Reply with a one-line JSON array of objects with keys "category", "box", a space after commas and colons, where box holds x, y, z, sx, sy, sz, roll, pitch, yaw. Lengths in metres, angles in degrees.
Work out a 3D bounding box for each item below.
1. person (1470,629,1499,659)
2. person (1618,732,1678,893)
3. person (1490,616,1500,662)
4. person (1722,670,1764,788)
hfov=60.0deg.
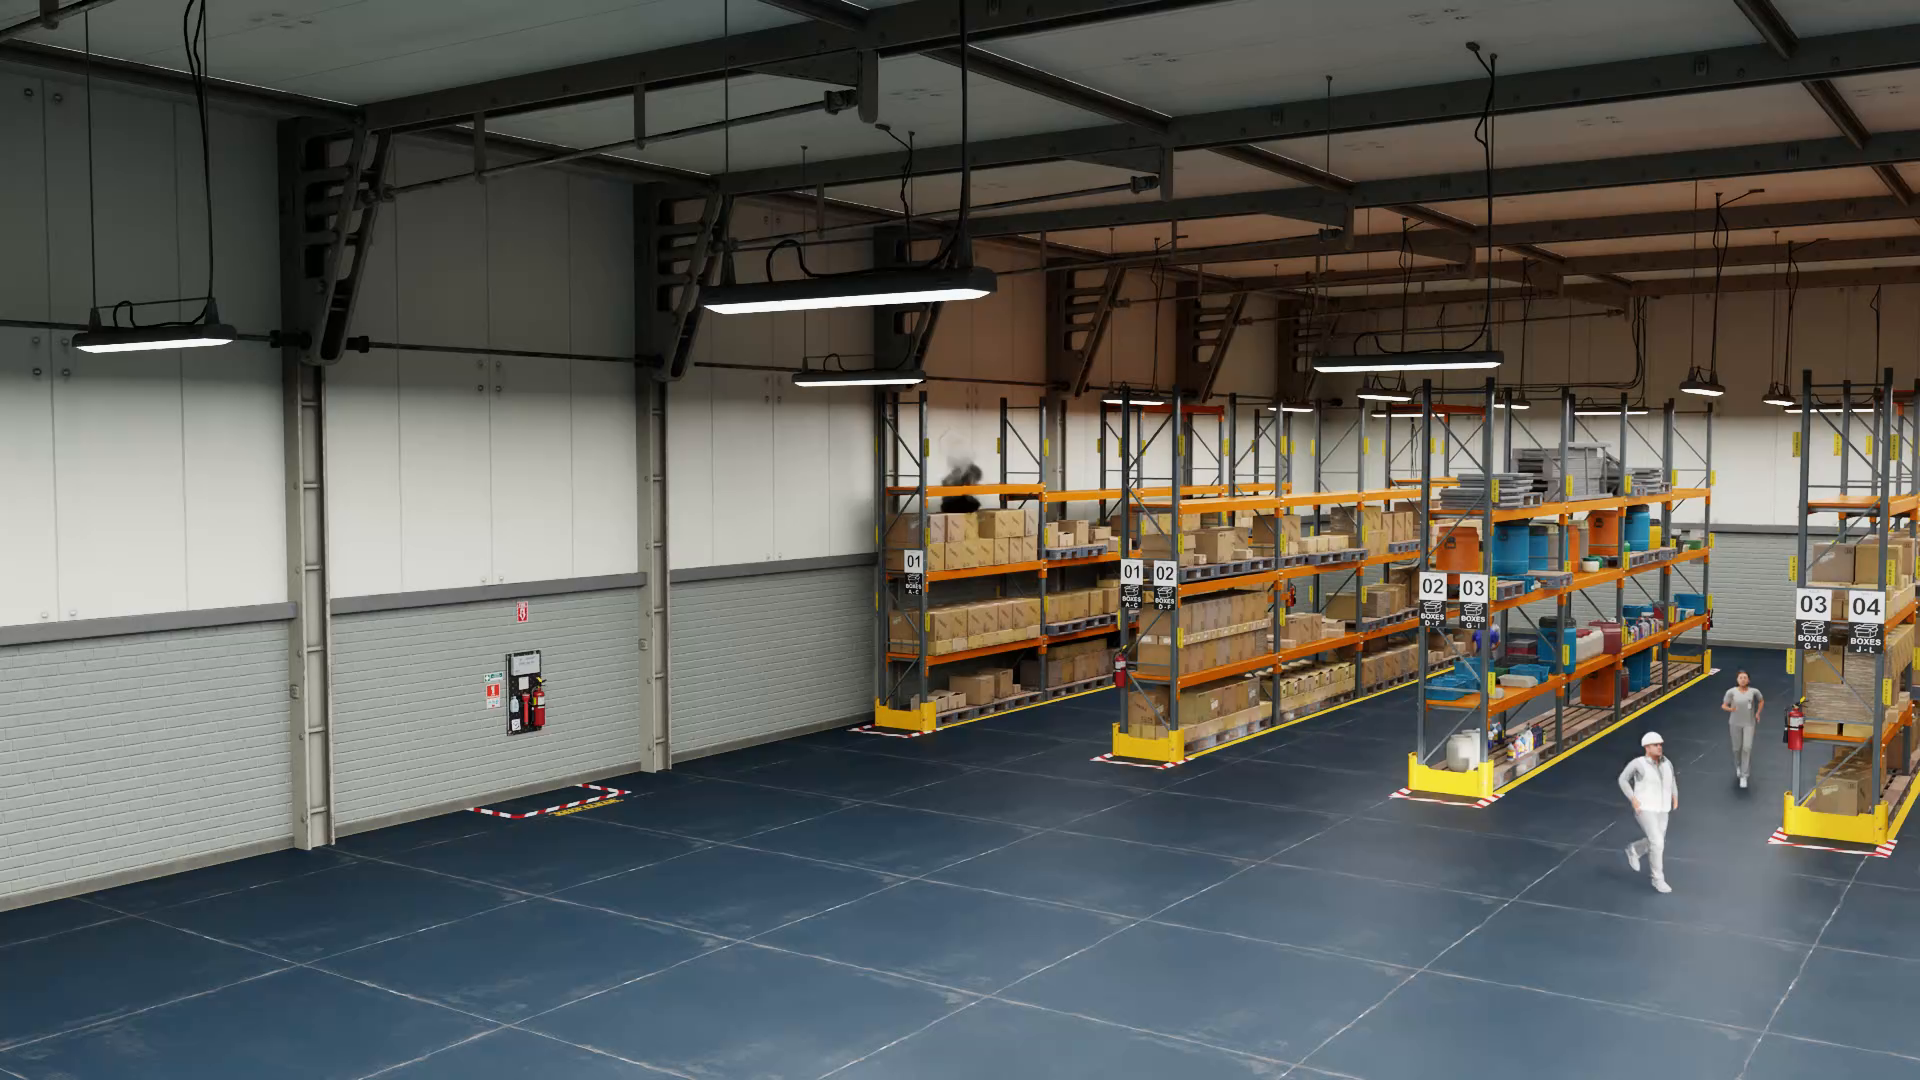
[{"category": "person", "box": [10.511, 2.344, 33.374, 0.581, 1.608, 0.681, 2, 4, 25]}, {"category": "person", "box": [7.901, 3.075, 19.079, 0.673, 1.772, 0.849, -1, 3, -18]}, {"category": "person", "box": [11.001, 2.348, 34.613, 0.530, 1.462, 0.552, 2, 4, 28]}, {"category": "person", "box": [11.630, 2.769, 24.725, 0.565, 1.673, 0.951, 2, 4, 27]}]
